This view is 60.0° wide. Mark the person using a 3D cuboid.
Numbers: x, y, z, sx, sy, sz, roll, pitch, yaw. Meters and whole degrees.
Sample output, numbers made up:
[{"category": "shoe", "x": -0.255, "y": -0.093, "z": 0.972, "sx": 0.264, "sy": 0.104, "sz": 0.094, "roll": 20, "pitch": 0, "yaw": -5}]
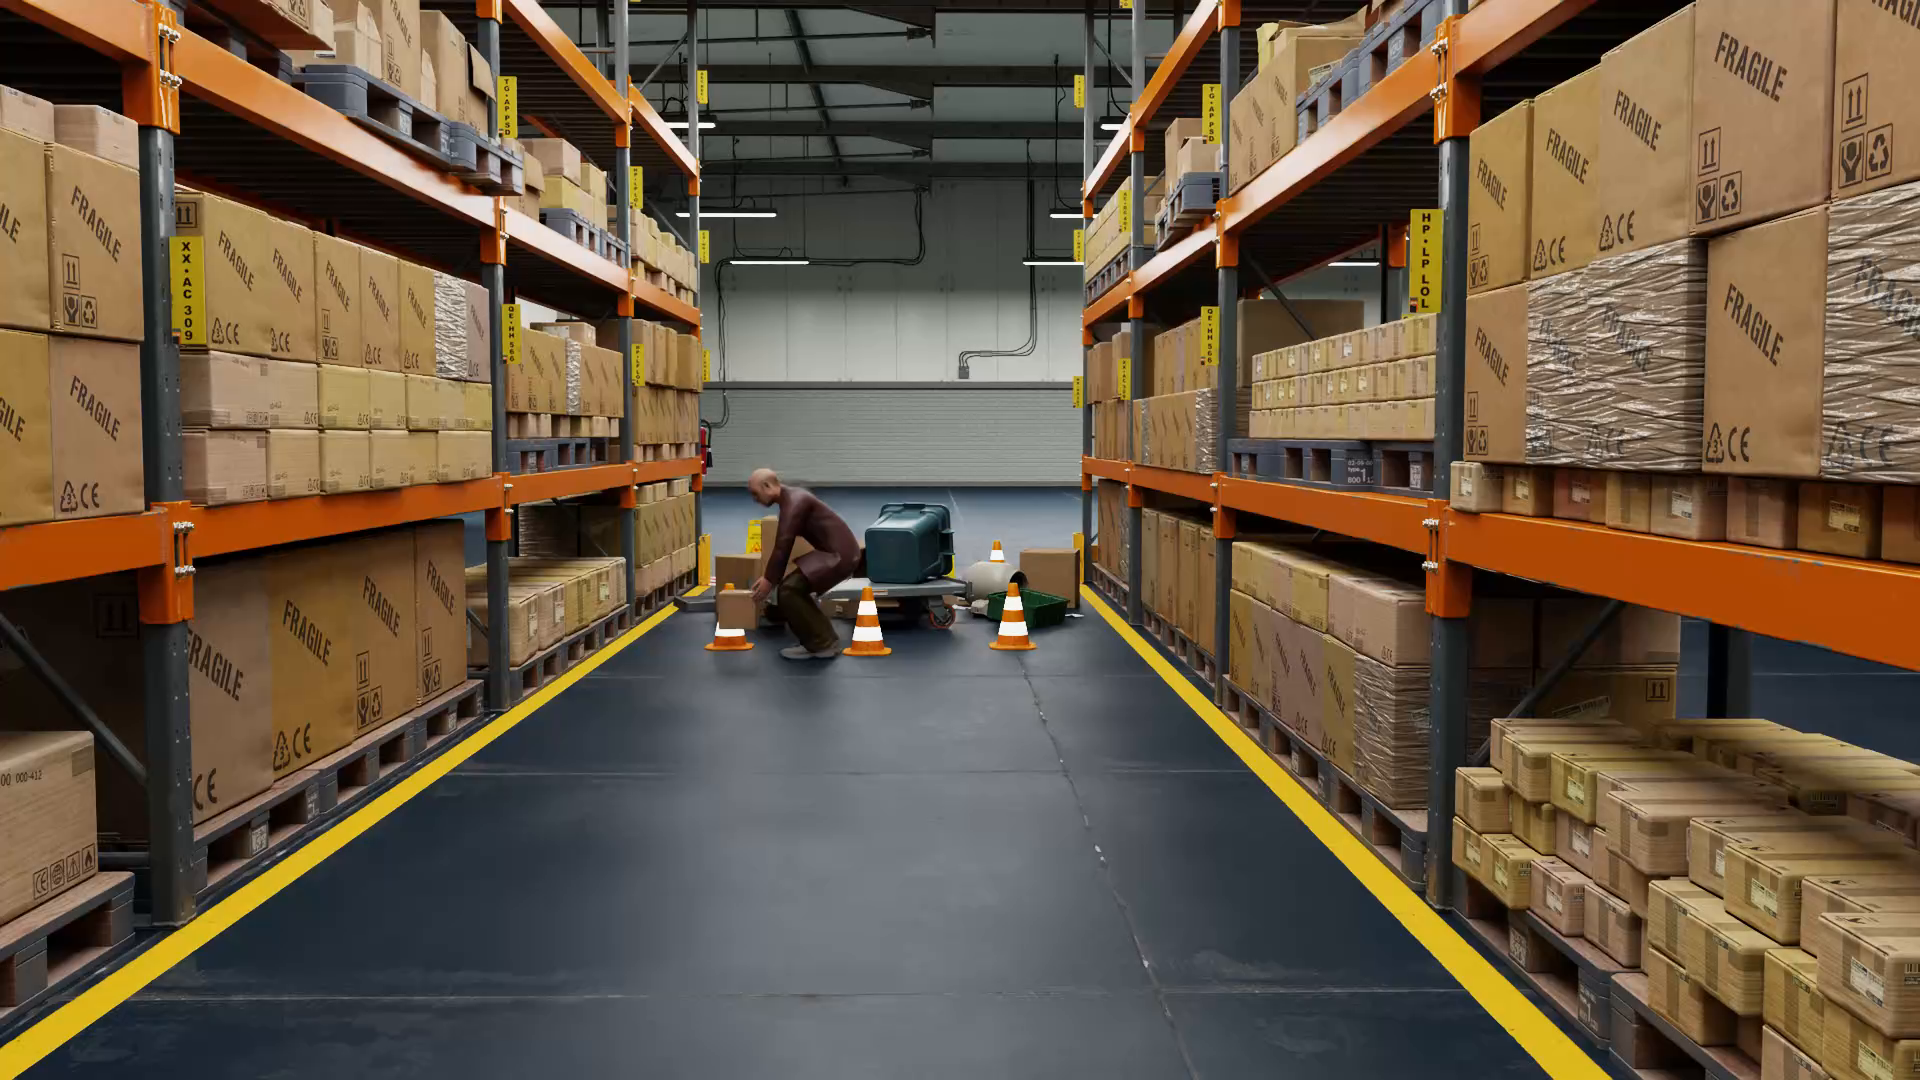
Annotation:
[{"category": "person", "x": -1.065, "y": 0.157, "z": 11.463, "sx": 0.775, "sy": 1.306, "sz": 0.632, "roll": 0, "pitch": 4, "yaw": -1}]
